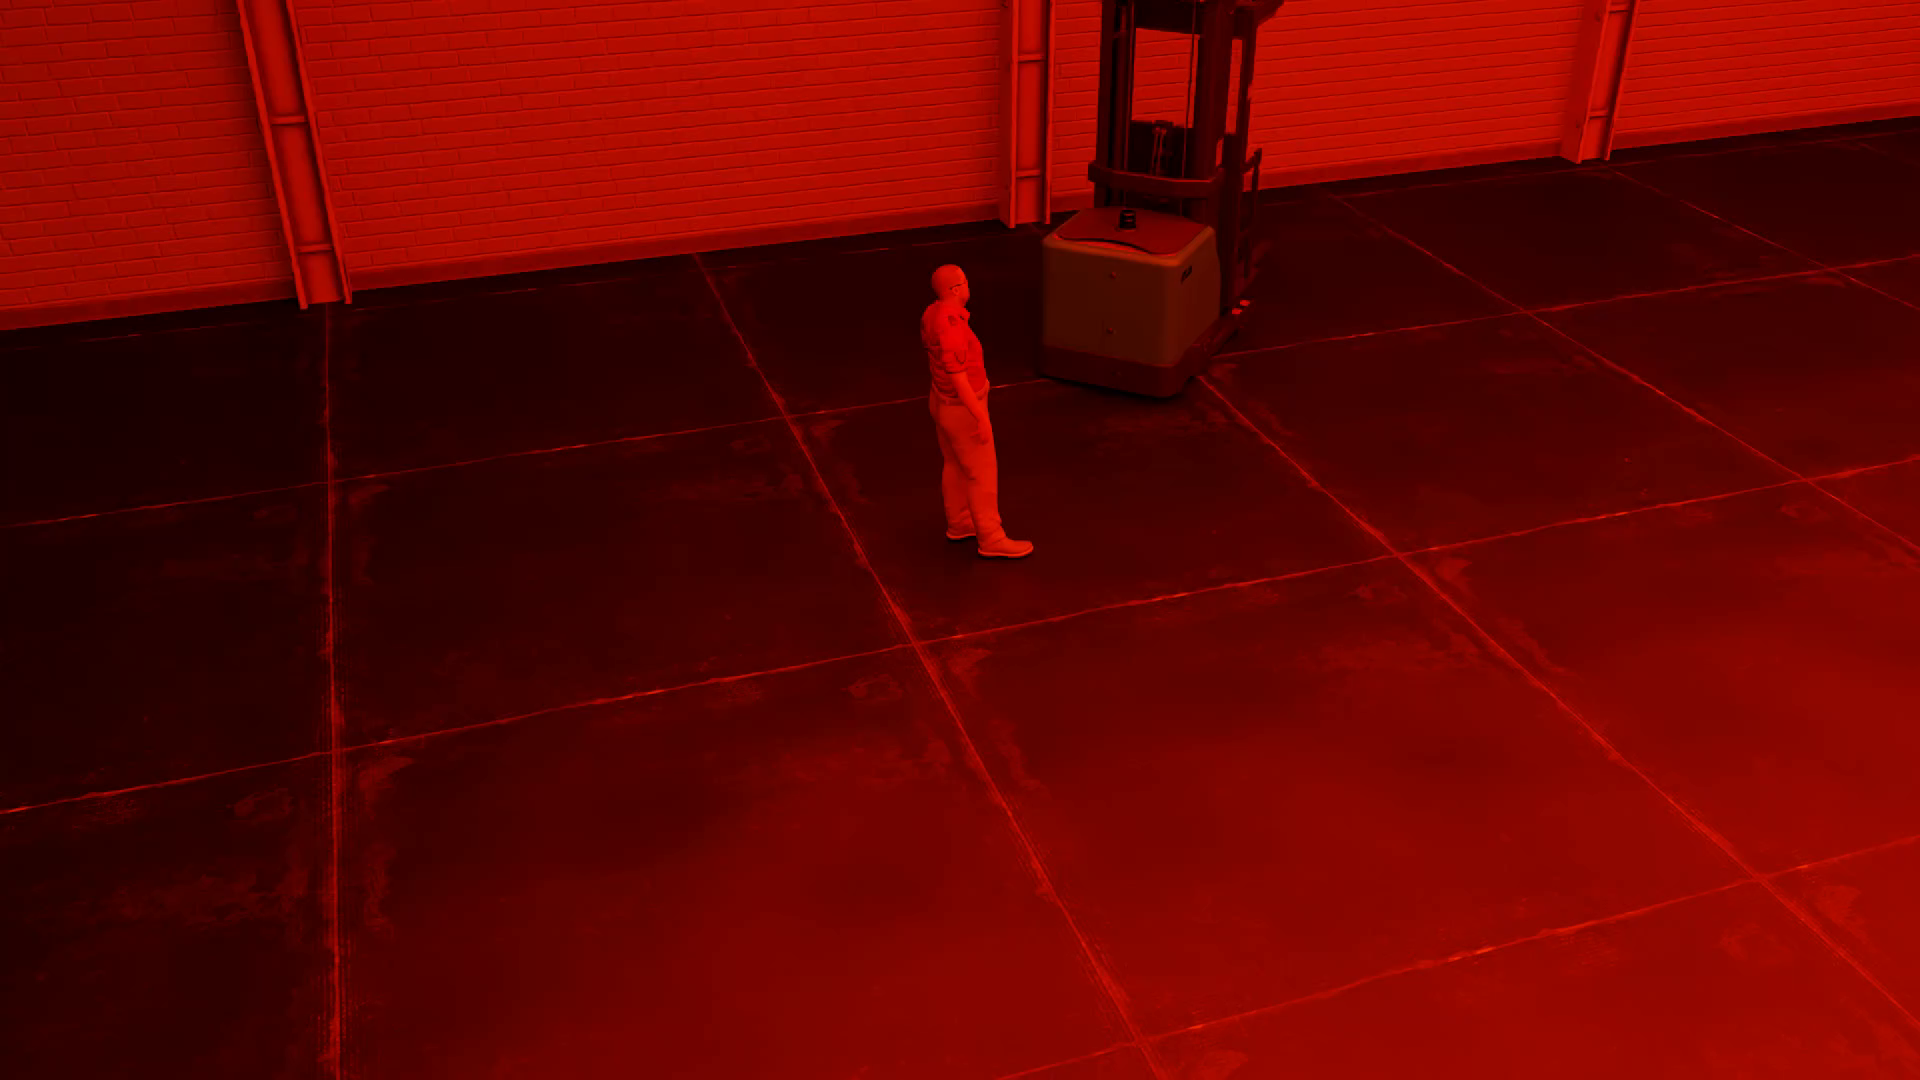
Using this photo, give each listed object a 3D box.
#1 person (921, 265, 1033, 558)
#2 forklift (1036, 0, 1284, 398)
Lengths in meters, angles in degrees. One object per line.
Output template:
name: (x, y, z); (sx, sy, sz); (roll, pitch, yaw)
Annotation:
person: (0.089, -0.765, 9.607); (0.550, 1.727, 0.641); (-10, 31, -16)
forklift: (1.652, -2.977, 12.260); (1.130, 2.935, 3.031); (14, 33, 22)
